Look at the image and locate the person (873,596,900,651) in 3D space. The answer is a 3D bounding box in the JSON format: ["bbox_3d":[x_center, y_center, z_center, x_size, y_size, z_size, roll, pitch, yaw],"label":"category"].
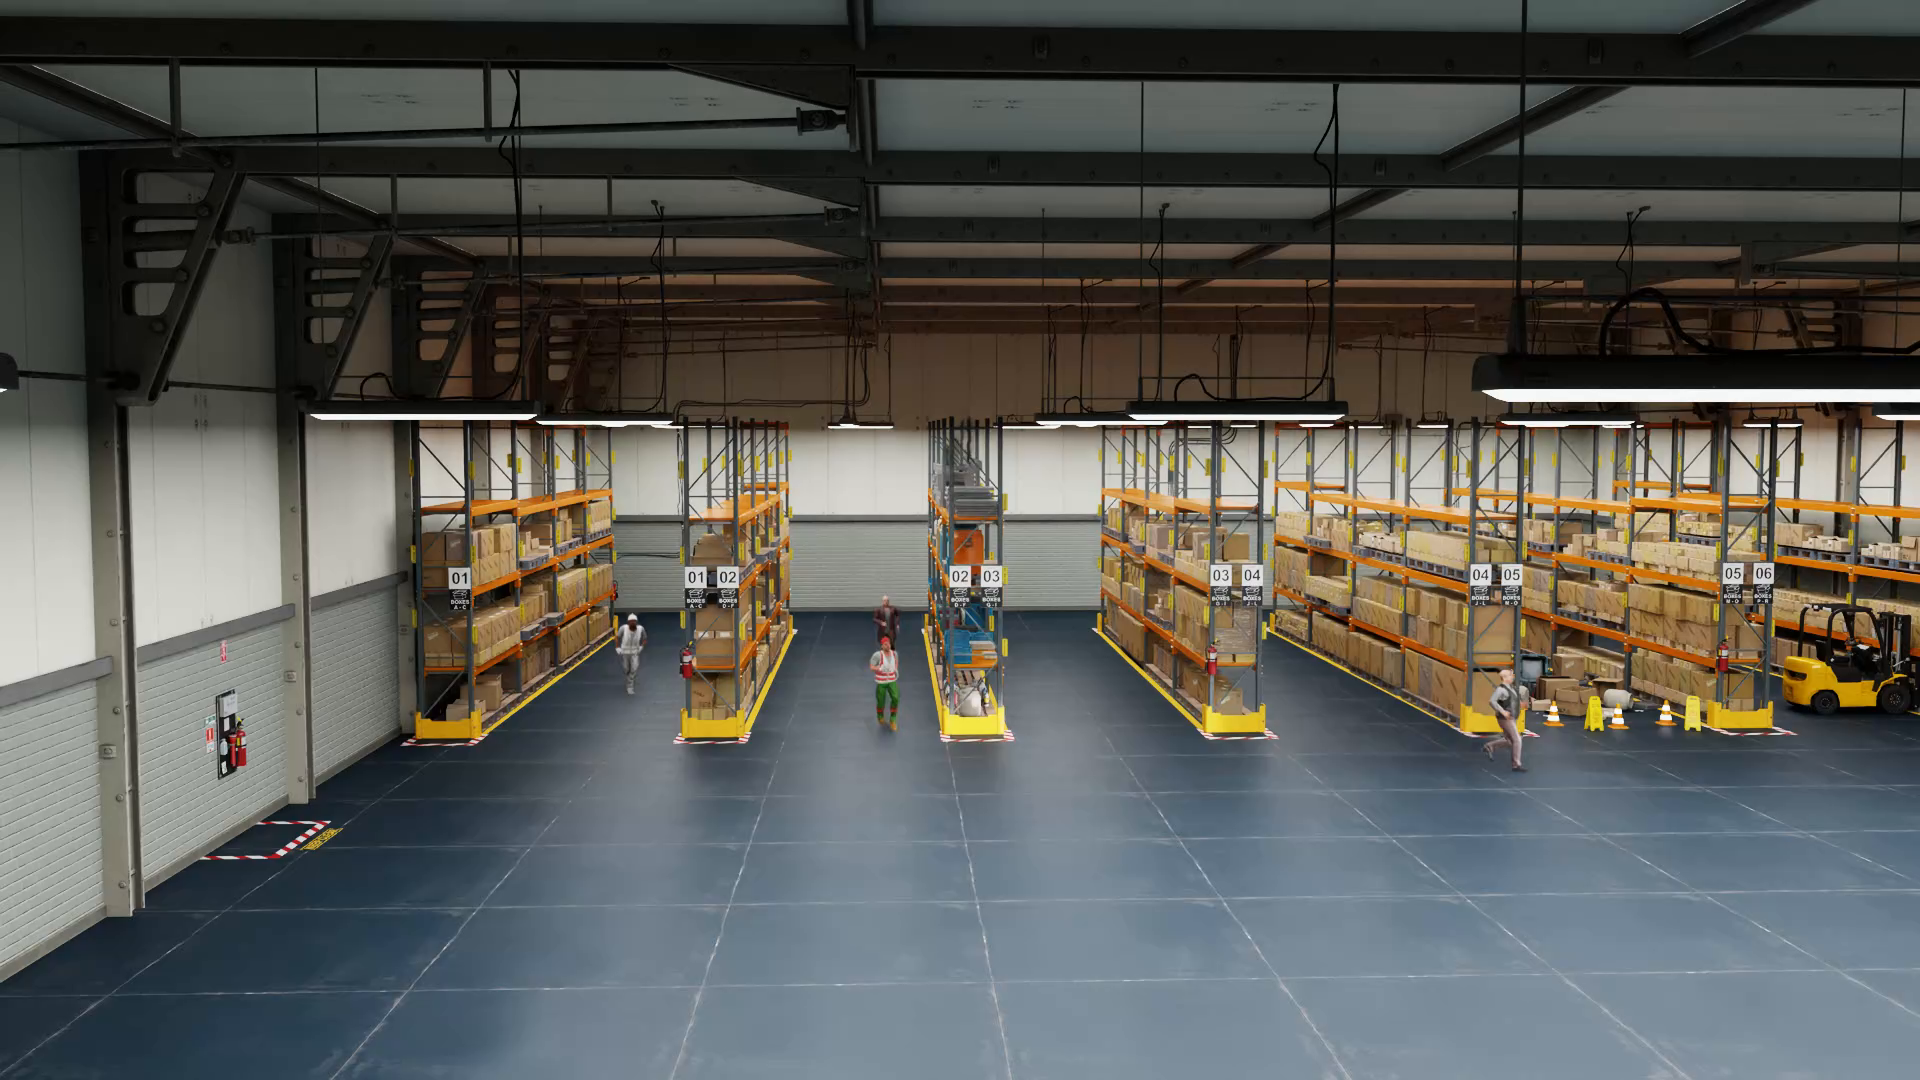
[{"bbox_3d":[-1.764,2.230,40.051,0.672,1.771,0.837,0,4,-7],"label":"person"}]

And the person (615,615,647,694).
[{"bbox_3d":[-7.240,2.490,36.583,0.694,1.743,0.786,-1,4,-15],"label":"person"}]

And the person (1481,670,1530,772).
[{"bbox_3d":[9.230,3.139,28.120,0.875,1.495,0.665,3,5,36],"label":"person"}]

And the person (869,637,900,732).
[{"bbox_3d":[-1.453,2.759,31.945,0.631,1.822,0.825,-1,4,-17],"label":"person"}]
